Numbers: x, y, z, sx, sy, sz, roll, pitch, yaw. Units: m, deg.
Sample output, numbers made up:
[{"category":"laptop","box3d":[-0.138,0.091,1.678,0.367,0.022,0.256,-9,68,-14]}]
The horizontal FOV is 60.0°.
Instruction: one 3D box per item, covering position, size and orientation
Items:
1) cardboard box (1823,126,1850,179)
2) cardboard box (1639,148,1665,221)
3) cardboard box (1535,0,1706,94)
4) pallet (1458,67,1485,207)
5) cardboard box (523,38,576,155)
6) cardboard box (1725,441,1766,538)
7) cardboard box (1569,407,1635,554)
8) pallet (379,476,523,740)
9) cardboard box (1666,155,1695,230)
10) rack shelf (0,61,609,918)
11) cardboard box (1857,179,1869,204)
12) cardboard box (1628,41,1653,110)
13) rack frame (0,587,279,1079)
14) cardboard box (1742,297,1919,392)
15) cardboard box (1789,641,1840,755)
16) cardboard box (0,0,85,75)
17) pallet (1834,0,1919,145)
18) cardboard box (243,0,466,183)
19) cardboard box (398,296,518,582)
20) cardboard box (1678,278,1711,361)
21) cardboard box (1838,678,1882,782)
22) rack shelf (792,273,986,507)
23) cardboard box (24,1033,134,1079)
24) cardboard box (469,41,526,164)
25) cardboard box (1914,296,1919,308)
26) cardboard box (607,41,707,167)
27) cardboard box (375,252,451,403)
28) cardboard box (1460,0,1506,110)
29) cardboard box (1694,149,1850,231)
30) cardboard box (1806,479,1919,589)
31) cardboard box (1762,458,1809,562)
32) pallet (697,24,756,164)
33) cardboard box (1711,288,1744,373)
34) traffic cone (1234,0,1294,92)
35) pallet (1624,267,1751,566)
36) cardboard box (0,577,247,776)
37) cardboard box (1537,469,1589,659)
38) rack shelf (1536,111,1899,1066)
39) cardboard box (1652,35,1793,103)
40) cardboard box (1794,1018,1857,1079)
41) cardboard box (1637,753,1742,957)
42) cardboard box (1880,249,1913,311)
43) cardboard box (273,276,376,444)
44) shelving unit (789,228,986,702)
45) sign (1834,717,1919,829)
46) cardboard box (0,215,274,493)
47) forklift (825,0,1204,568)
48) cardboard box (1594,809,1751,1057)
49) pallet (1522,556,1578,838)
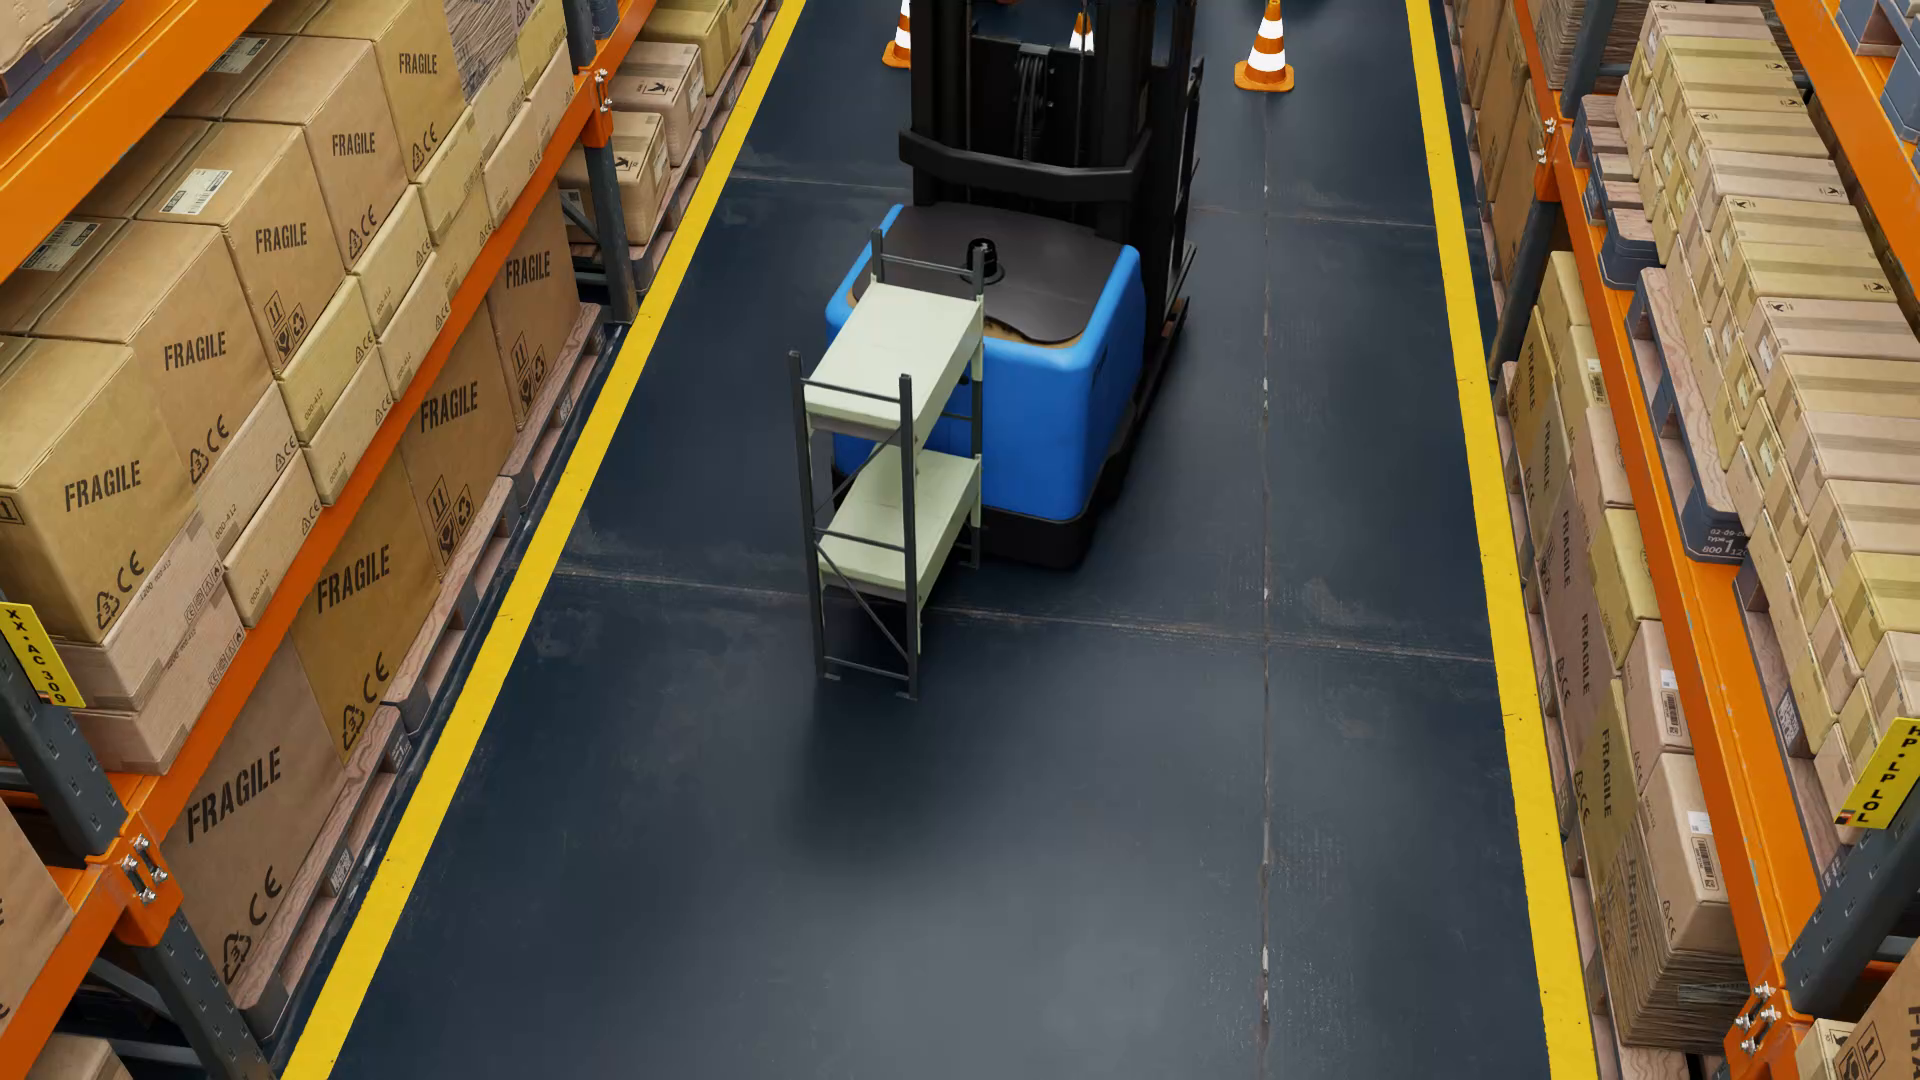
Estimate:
[{"category":"cardboard box","box3d":[3.249,-1.314,5.833,0.380,0.149,0.250,5,44,5]},{"category":"cardboard box","box3d":[2.563,-1.207,5.721,0.380,0.149,0.250,7,44,8]},{"category":"cardboard box","box3d":[2.686,-2.167,6.784,0.500,0.500,0.500,5,44,6]},{"category":"pallet","box3d":[3.235,-2.146,8.863,1.003,0.211,1.213,5,44,6]},{"category":"cardboard box","box3d":[-1.837,-1.758,6.534,0.500,0.250,0.500,4,44,4]},{"category":"cardboard box","box3d":[2.353,-0.131,4.584,0.380,0.149,0.250,4,44,4]},{"category":"cardboard box","box3d":[2.417,-0.187,5.733,0.500,0.250,0.500,6,44,6]},{"category":"pallet","box3d":[-2.370,0.192,6.394,1.003,0.211,1.213,5,44,6]},{"category":"cardboard box","box3d":[2.531,-1.118,5.410,0.380,0.149,0.250,5,44,6]},{"category":"rack shelf","box3d":[-2.292,-0.556,5.679,1.077,0.370,4.000,5,44,6]},{"category":"cardboard box","box3d":[3.213,-1.229,5.527,0.380,0.149,0.250,6,44,7]},{"category":"cardboard box","box3d":[2.630,-1.658,5.980,0.380,0.149,0.250,7,44,7]},{"category":"rack frame","box3d":[-2.559,0.545,3.992,0.949,2.616,0.053,5,44,6]},{"category":"cardboard box","box3d":[2.397,-0.530,4.573,0.380,0.149,0.250,3,44,4]},{"category":"cardboard box","box3d":[2.254,0.400,4.024,0.380,0.149,0.250,5,44,6]},{"category":"cardboard box","box3d":[-2.152,-1.307,3.389,0.500,0.500,0.500,5,44,5]},{"category":"pallet","box3d":[2.685,-1.212,3.804,1.213,0.211,1.003,5,44,6]},{"category":"cardboard box","box3d":[-1.968,-1.515,5.369,0.500,0.500,0.500,5,44,6]},{"category":"cardboard box","box3d":[-2.323,-0.491,6.327,0.875,0.875,0.875,6,44,6]},{"category":"cardboard box","box3d":[2.460,-0.670,5.153,0.380,0.149,0.250,6,44,6]},{"category":"cardboard box","box3d":[2.221,0.468,3.735,0.380,0.149,0.250,6,44,7]},{"category":"rack shelf","box3d":[-0.226,-0.520,5.641,0.431,0.370,0.720,13,45,13]},{"category":"cardboard box","box3d":[-2.745,1.742,4.287,0.875,0.438,0.875,5,44,5]},{"category":"cardboard box","box3d":[-1.903,-1.605,6.008,0.500,0.250,0.500,4,44,4]},{"category":"cardboard box","box3d":[3.110,-0.711,4.980,0.380,0.149,0.250,6,44,7]},{"category":"cardboard box","box3d":[-1.853,-2.267,8.568,0.950,0.372,0.625,4,44,5]},{"category":"cardboard box","box3d":[-2.010,-0.716,5.434,0.500,0.250,0.500,5,44,5]},{"category":"cardboard box","box3d":[3.297,-2.773,8.827,1.050,0.750,0.750,5,44,6]},{"category":"cardboard box","box3d":[2.500,-1.064,5.137,0.380,0.149,0.250,7,44,7]},{"category":"cardboard box","box3d":[2.294,-0.001,4.014,0.380,0.149,0.250,4,44,4]},{"category":"cardboard box","box3d":[2.322,-0.067,4.300,0.380,0.149,0.250,4,44,4]},{"category":"pallet","box3d":[-1.759,-2.529,9.268,1.003,0.211,1.213,5,44,6]},{"category":"cardboard box","box3d":[2.429,-0.595,4.858,0.380,0.149,0.250,7,44,7]},{"category":"traffic cone","box3d":[1.748,-2.828,9.400,0.336,0.463,0.334,5,44,6]},{"category":"pallet","box3d":[2.672,-0.377,5.106,1.003,0.211,1.213,5,44,6]},{"category":"cardboard box","box3d":[-2.236,0.324,4.335,0.500,0.250,0.500,4,44,5]},{"category":"cardboard box","box3d":[2.420,0.108,5.967,0.500,0.500,0.500,4,44,4]},{"category":"rack shelf","box3d":[2.628,-0.175,5.276,1.077,0.370,4.000,5,44,6]},{"category":"cardboard box","box3d":[2.607,-1.596,5.698,0.380,0.149,0.250,4,44,4]},{"category":"cardboard box","box3d":[2.002,1.181,3.504,0.380,0.149,0.250,7,44,7]},{"category":"cardboard box","box3d":[2.212,0.879,4.607,0.500,0.250,0.500,4,44,4]},{"category":"cardboard box","box3d":[3.144,-0.785,5.275,0.380,0.149,0.250,3,44,4]},{"category":"cardboard box","box3d":[-2.084,-0.555,4.900,0.500,0.250,0.500,6,44,6]},{"category":"shelving unit","box3d":[-0.226,-0.237,5.909,0.431,1.500,0.755,13,45,13]},{"category":"sign","box3d":[1.813,0.458,3.242,0.100,0.325,0.005,5,44,6]},{"category":"cardboard box","box3d":[-2.173,-0.477,4.272,0.500,0.500,0.500,5,44,5]},{"category":"forklift","box3d":[0.431,-1.985,6.715,1.130,2.935,3.031,13,45,13]},{"category":"cardboard box","box3d":[2.212,1.155,4.862,0.500,0.500,0.500,4,44,5]},{"category":"pallet","box3d":[2.624,0.575,5.989,1.003,0.211,1.213,5,44,6]}]
